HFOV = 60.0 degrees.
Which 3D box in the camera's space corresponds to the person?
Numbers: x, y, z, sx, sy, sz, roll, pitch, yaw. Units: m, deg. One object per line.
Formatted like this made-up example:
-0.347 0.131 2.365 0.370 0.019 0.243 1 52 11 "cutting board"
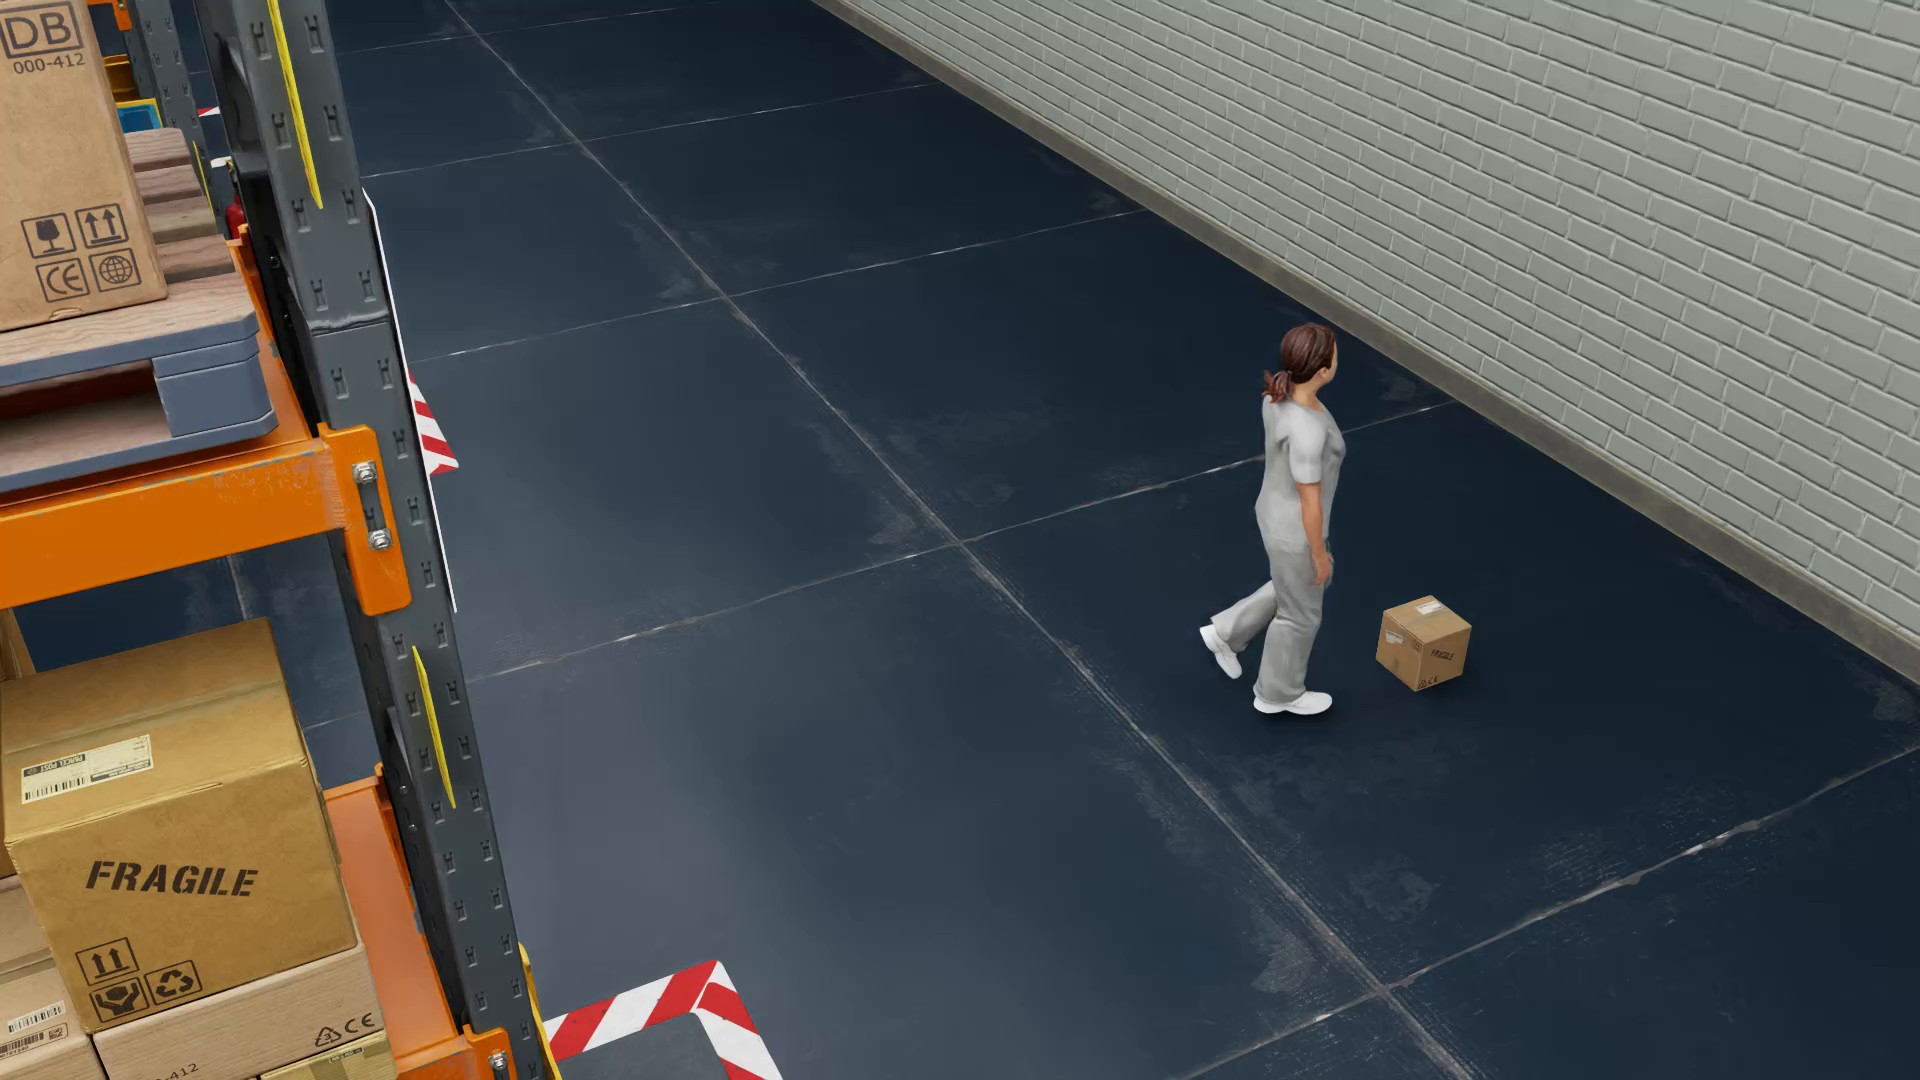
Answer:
1.212 -0.051 6.194 0.527 1.662 0.456 0 33 -1 "person"
